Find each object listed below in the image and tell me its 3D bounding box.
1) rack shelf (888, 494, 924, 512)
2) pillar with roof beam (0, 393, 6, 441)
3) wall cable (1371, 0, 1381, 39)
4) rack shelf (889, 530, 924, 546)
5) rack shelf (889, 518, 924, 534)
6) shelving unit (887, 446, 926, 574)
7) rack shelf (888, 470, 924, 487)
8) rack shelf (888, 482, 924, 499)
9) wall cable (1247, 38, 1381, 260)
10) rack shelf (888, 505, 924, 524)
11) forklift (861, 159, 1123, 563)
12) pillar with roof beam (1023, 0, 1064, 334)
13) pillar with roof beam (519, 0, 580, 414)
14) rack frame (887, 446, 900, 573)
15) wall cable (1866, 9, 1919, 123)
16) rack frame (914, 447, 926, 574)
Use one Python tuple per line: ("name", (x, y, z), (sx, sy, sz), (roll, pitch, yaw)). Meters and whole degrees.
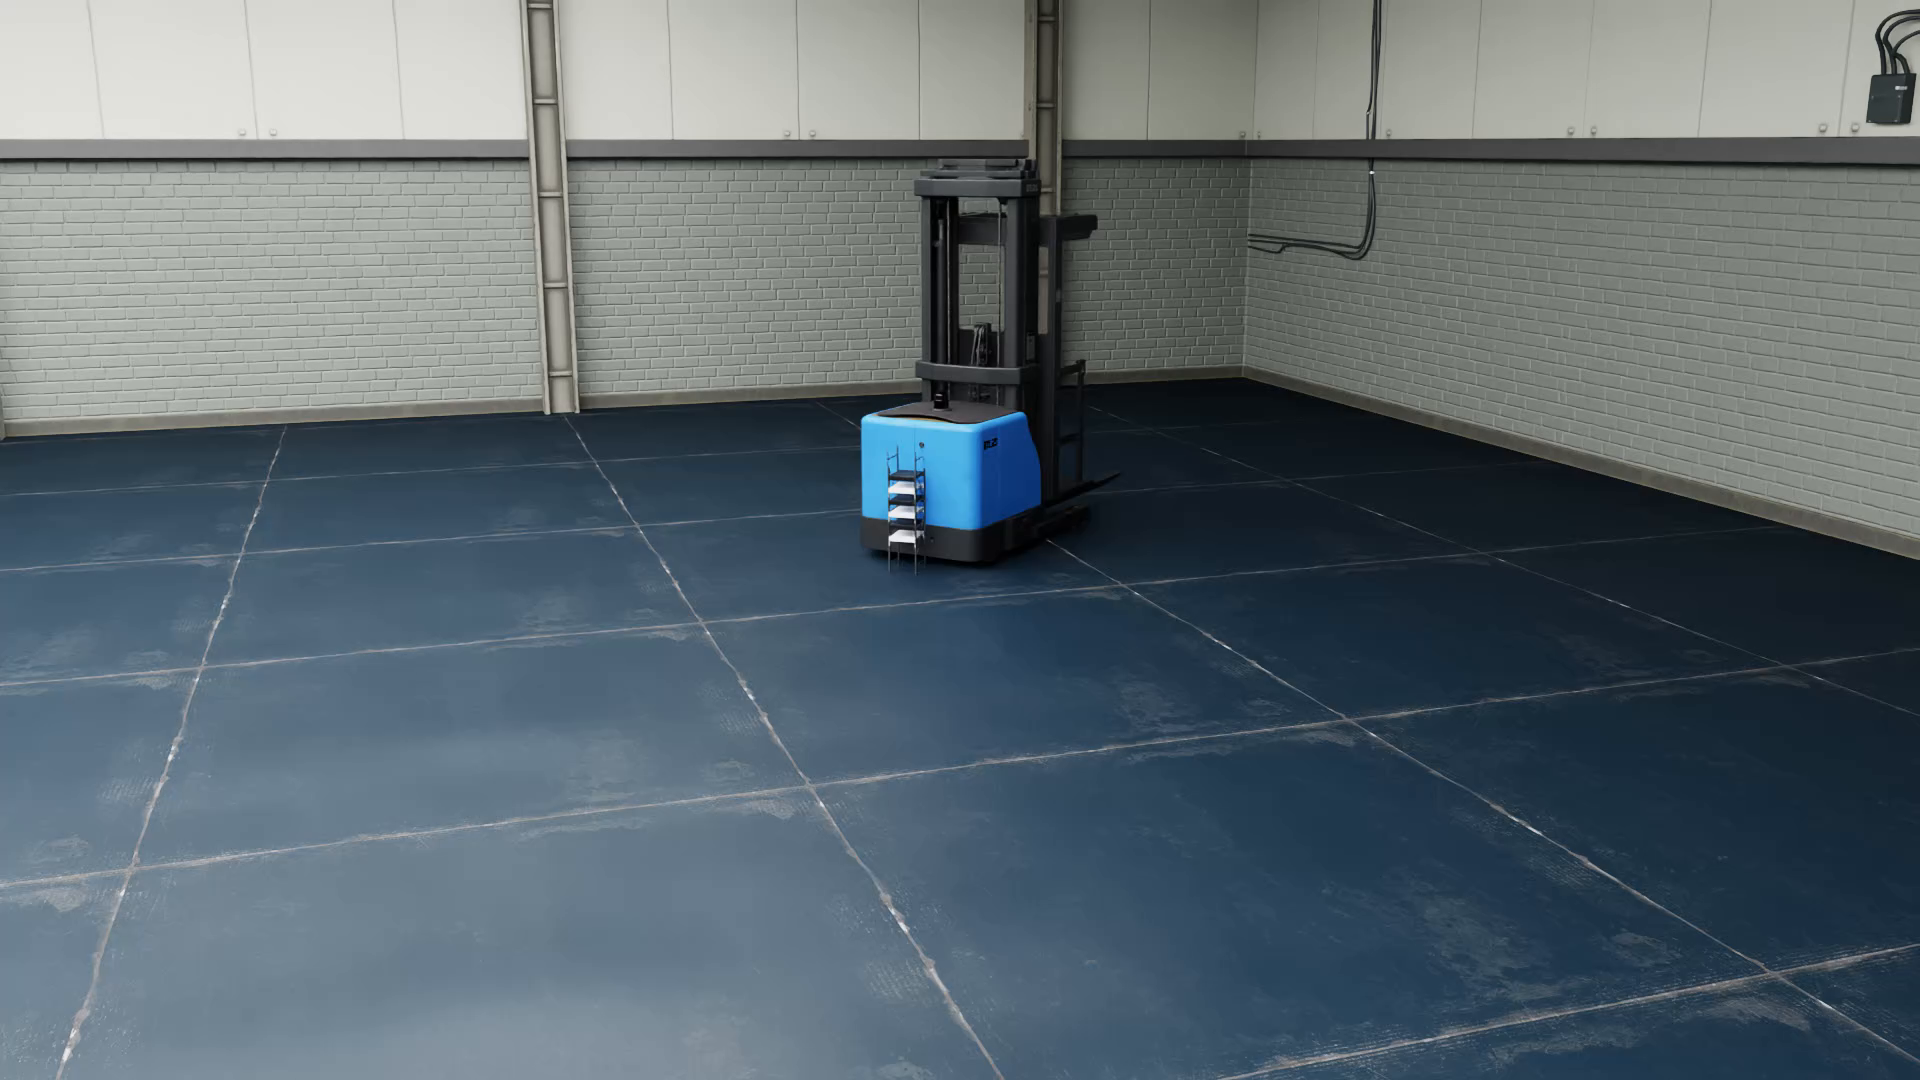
("rack shelf", (-0.388, -0.275, 12.110), (0.200, 0.077, 0.258), (4, 14, 16))
("pillar with roof beam", (-8.977, -4.494, 12.591), (0.400, 9.000, 9.100), (-4, 14, -18))
("wall cable", (5.100, -6.605, 17.259), (0.112, 2.526, 3.097), (-4, 14, -18))
("rack shelf", (-0.387, -0.013, 12.173), (0.200, 0.077, 0.258), (4, 14, 16))
("rack shelf", (-0.387, -0.100, 12.152), (0.200, 0.077, 0.258), (4, 14, 16))
("shelving unit", (-0.388, -0.220, 12.123), (0.210, 0.900, 0.258), (4, 14, 16))
("rack shelf", (-0.388, -0.451, 12.068), (0.200, 0.077, 0.258), (4, 14, 16))
("rack shelf", (-0.388, -0.363, 12.089), (0.200, 0.077, 0.258), (4, 14, 16))
("wall cable", (4.237, -4.741, 20.338), (0.112, 2.526, 3.097), (-4, 14, -18))
("rack shelf", (-0.388, -0.188, 12.131), (0.200, 0.077, 0.258), (4, 14, 16))
("forklift", (0.411, -1.551, 13.330), (1.130, 2.935, 3.031), (7, 15, 29))
("pillar with roof beam", (2.396, -5.380, 16.315), (0.400, 9.000, 9.100), (-4, 14, -18))
("pillar with roof beam", (-3.291, -4.937, 14.453), (0.400, 9.000, 9.100), (-4, 14, -18))
("rack frame", (-0.485, -0.227, 12.150), (0.006, 0.900, 0.240), (4, 14, 16))
("wall cable", (7.250, -5.823, 10.827), (0.169, 6.003, 2.305), (-4, 14, -18))
("rack frame", (-0.290, -0.214, 12.096), (0.006, 0.900, 0.240), (4, 14, 16))
